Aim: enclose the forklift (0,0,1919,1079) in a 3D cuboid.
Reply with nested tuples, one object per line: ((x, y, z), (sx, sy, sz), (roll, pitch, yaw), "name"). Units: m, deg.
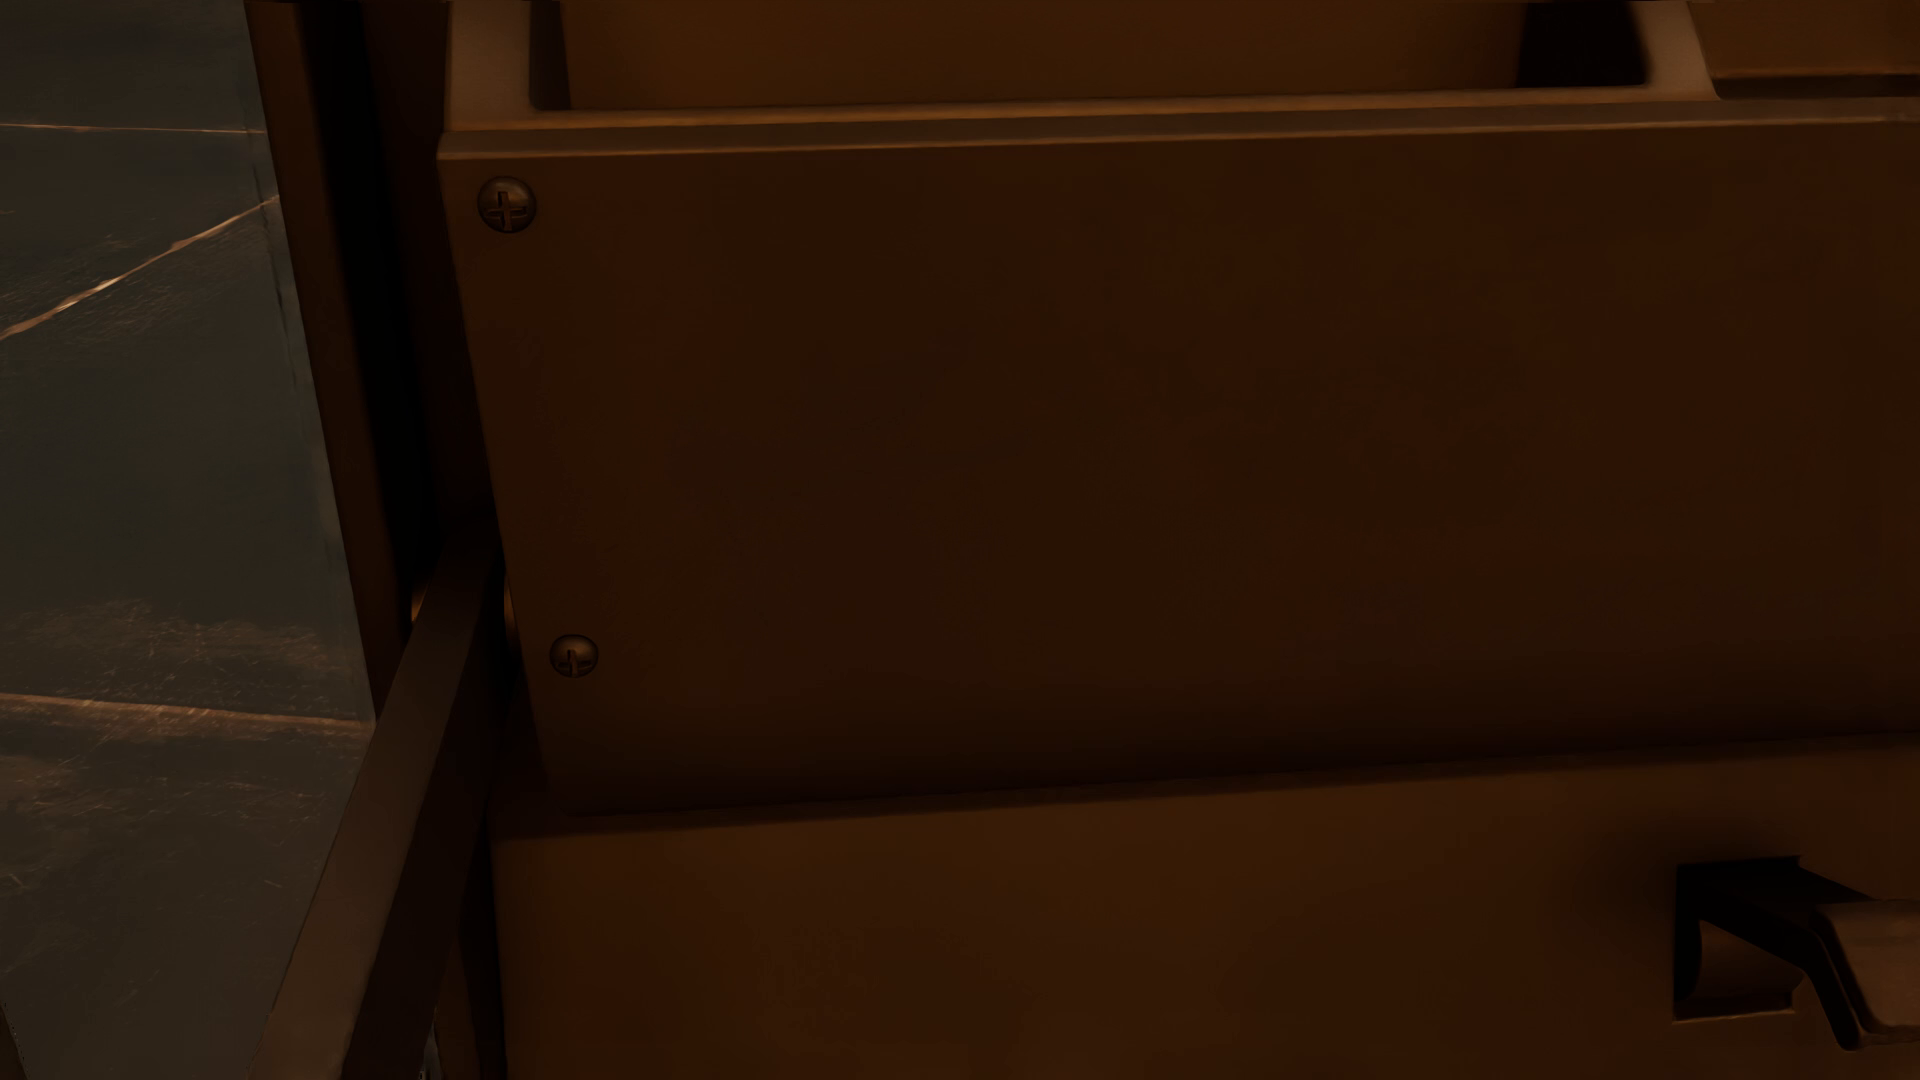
((0.299, -0.529, 0.278), (1.130, 2.935, 3.031), (-3, 27, -6), "forklift")
